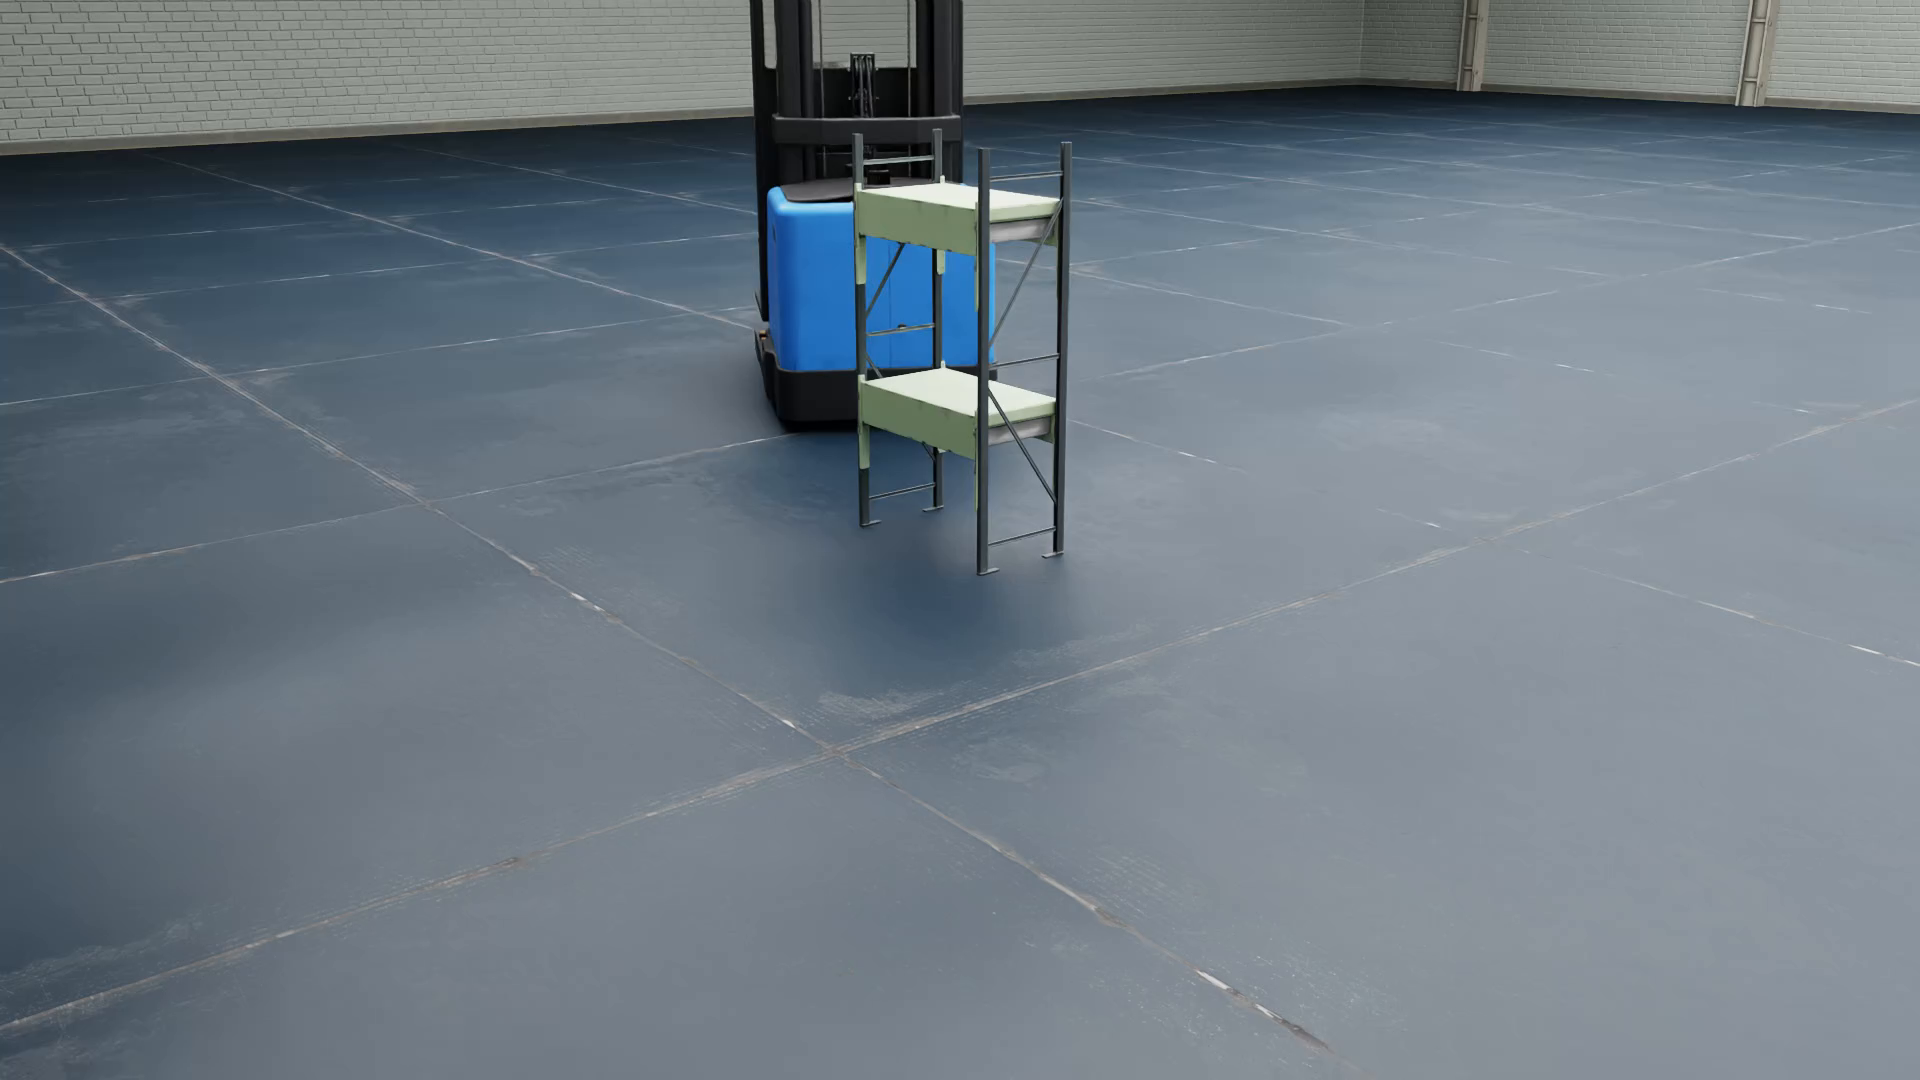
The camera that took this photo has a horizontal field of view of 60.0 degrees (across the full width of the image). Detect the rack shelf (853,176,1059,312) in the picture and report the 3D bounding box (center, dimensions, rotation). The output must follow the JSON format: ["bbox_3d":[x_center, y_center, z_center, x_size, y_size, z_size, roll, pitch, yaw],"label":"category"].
[{"bbox_3d":[-0.004,-1.084,6.009,0.431,0.370,0.720,-14,23,-36],"label":"rack shelf"}]

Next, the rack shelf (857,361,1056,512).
[{"bbox_3d":[-0.004,-0.404,6.234,0.431,0.370,0.720,-14,23,-36],"label":"rack shelf"}]

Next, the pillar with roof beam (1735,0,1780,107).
[{"bbox_3d":[10.933,-11.302,26.178,9.100,9.000,0.400,-14,23,-36],"label":"pillar with roof beam"}]

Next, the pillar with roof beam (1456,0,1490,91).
[{"bbox_3d":[7.208,-12.780,30.642,9.100,9.000,0.400,-14,23,-36],"label":"pillar with roof beam"}]

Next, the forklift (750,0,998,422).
[{"bbox_3d":[-0.567,-2.370,8.857,1.130,2.935,3.031,-3,19,-9],"label":"forklift"}]

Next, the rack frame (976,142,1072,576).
[{"bbox_3d":[0.223,-0.623,5.859,0.400,1.500,0.023,-14,23,-36],"label":"rack frame"}]

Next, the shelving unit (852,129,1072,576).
[{"bbox_3d":[-0.004,-0.714,6.132,0.431,1.500,0.755,-14,23,-36],"label":"shelving unit"}]

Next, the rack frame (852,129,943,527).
[{"bbox_3d":[-0.231,-0.804,6.404,0.400,1.500,0.023,-14,23,-36],"label":"rack frame"}]
